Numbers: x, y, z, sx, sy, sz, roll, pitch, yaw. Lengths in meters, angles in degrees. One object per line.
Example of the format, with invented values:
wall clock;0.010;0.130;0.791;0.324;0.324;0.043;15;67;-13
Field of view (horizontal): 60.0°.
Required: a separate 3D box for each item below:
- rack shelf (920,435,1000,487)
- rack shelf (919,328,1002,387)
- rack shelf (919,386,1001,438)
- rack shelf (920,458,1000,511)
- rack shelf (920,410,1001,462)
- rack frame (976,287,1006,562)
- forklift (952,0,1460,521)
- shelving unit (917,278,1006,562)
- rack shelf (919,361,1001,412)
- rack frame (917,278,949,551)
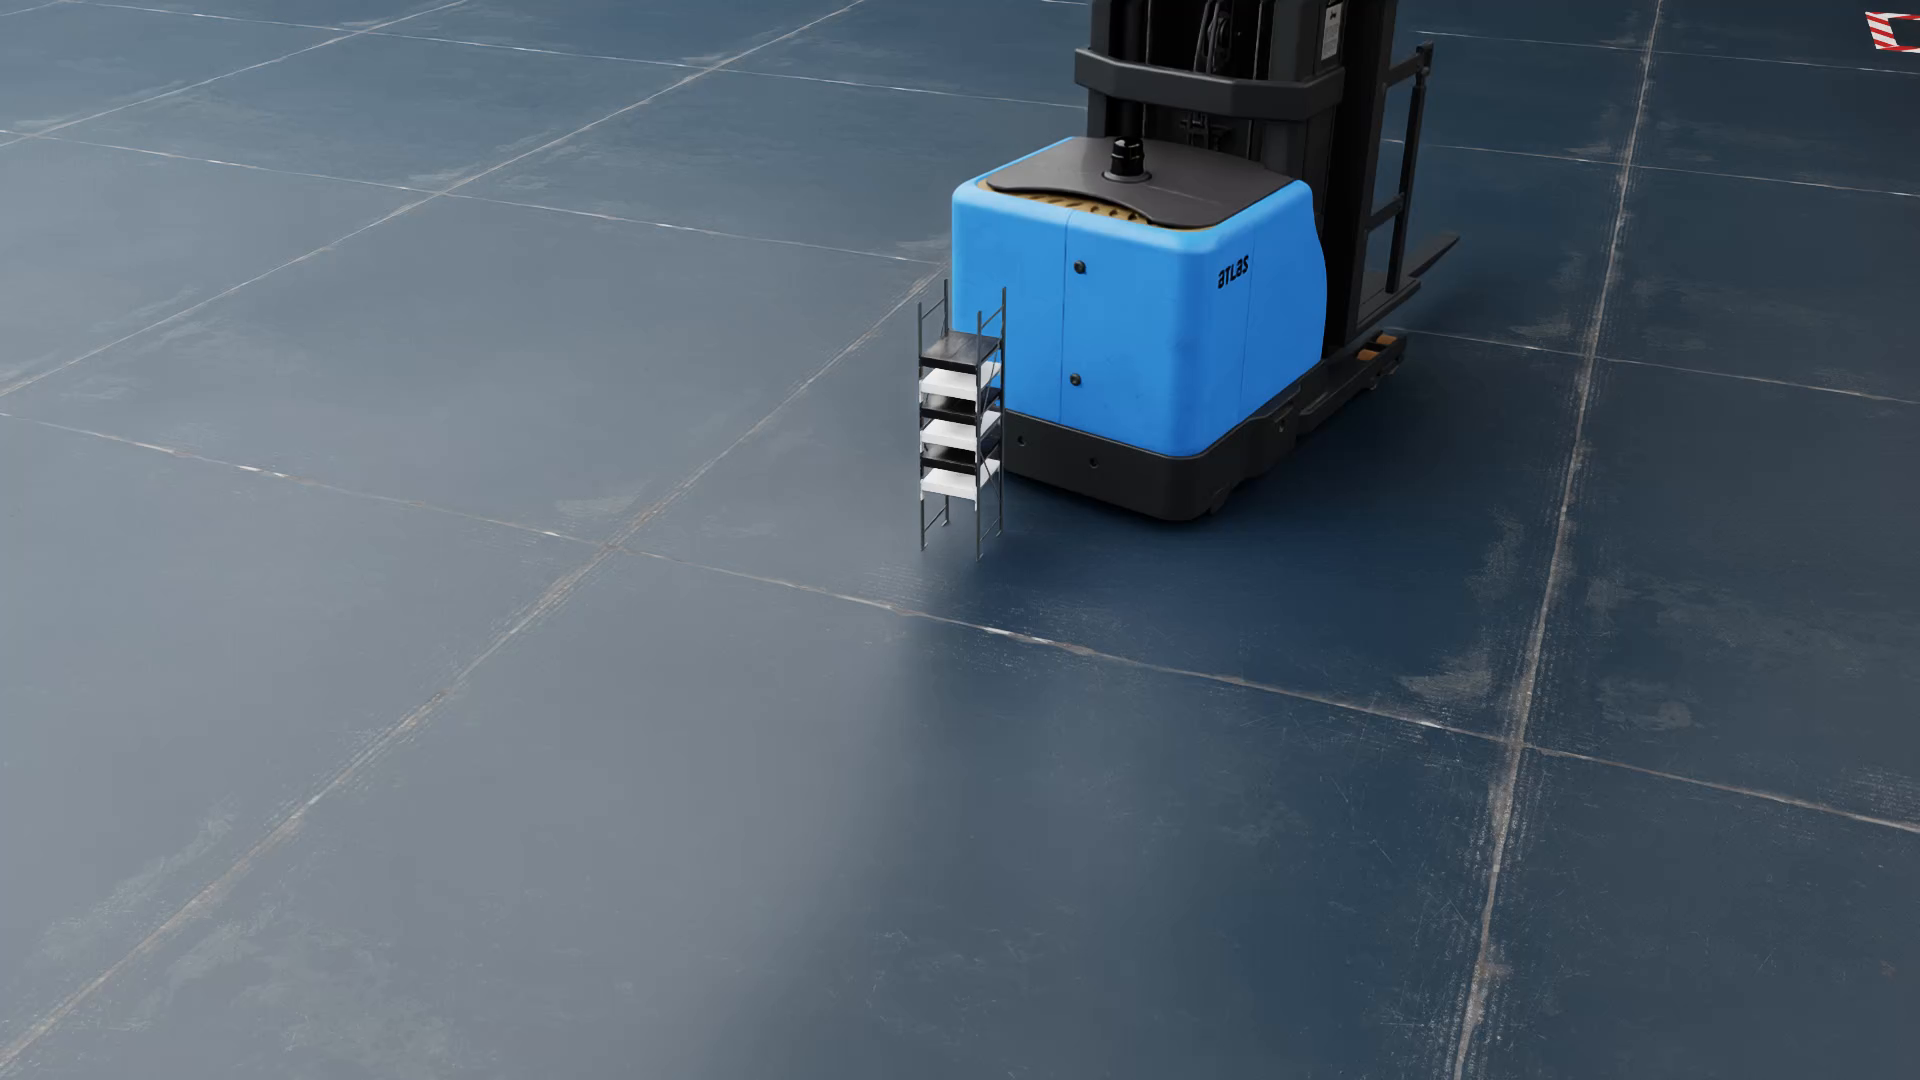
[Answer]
rack shelf;0.008;-0.283;5.587;0.200;0.077;0.258;11;31;19
rack shelf;0.008;-0.596;5.409;0.200;0.077;0.258;11;31;19
rack shelf;0.008;-0.440;5.498;0.200;0.077;0.258;11;31;19
rack shelf;0.008;-0.205;5.631;0.200;0.077;0.258;11;31;19
rack shelf;0.008;-0.361;5.542;0.200;0.077;0.258;11;31;19
rack frame;0.102;-0.371;5.493;0.006;0.900;0.240;11;31;19
forklift;1.216;-2.015;6.336;1.130;2.935;3.031;19;35;30
shelving unit;0.008;-0.390;5.526;0.210;0.900;0.258;11;31;19
rack shelf;0.008;-0.518;5.454;0.200;0.077;0.258;11;31;19
rack frame;-0.087;-0.409;5.559;0.006;0.900;0.240;11;31;19
